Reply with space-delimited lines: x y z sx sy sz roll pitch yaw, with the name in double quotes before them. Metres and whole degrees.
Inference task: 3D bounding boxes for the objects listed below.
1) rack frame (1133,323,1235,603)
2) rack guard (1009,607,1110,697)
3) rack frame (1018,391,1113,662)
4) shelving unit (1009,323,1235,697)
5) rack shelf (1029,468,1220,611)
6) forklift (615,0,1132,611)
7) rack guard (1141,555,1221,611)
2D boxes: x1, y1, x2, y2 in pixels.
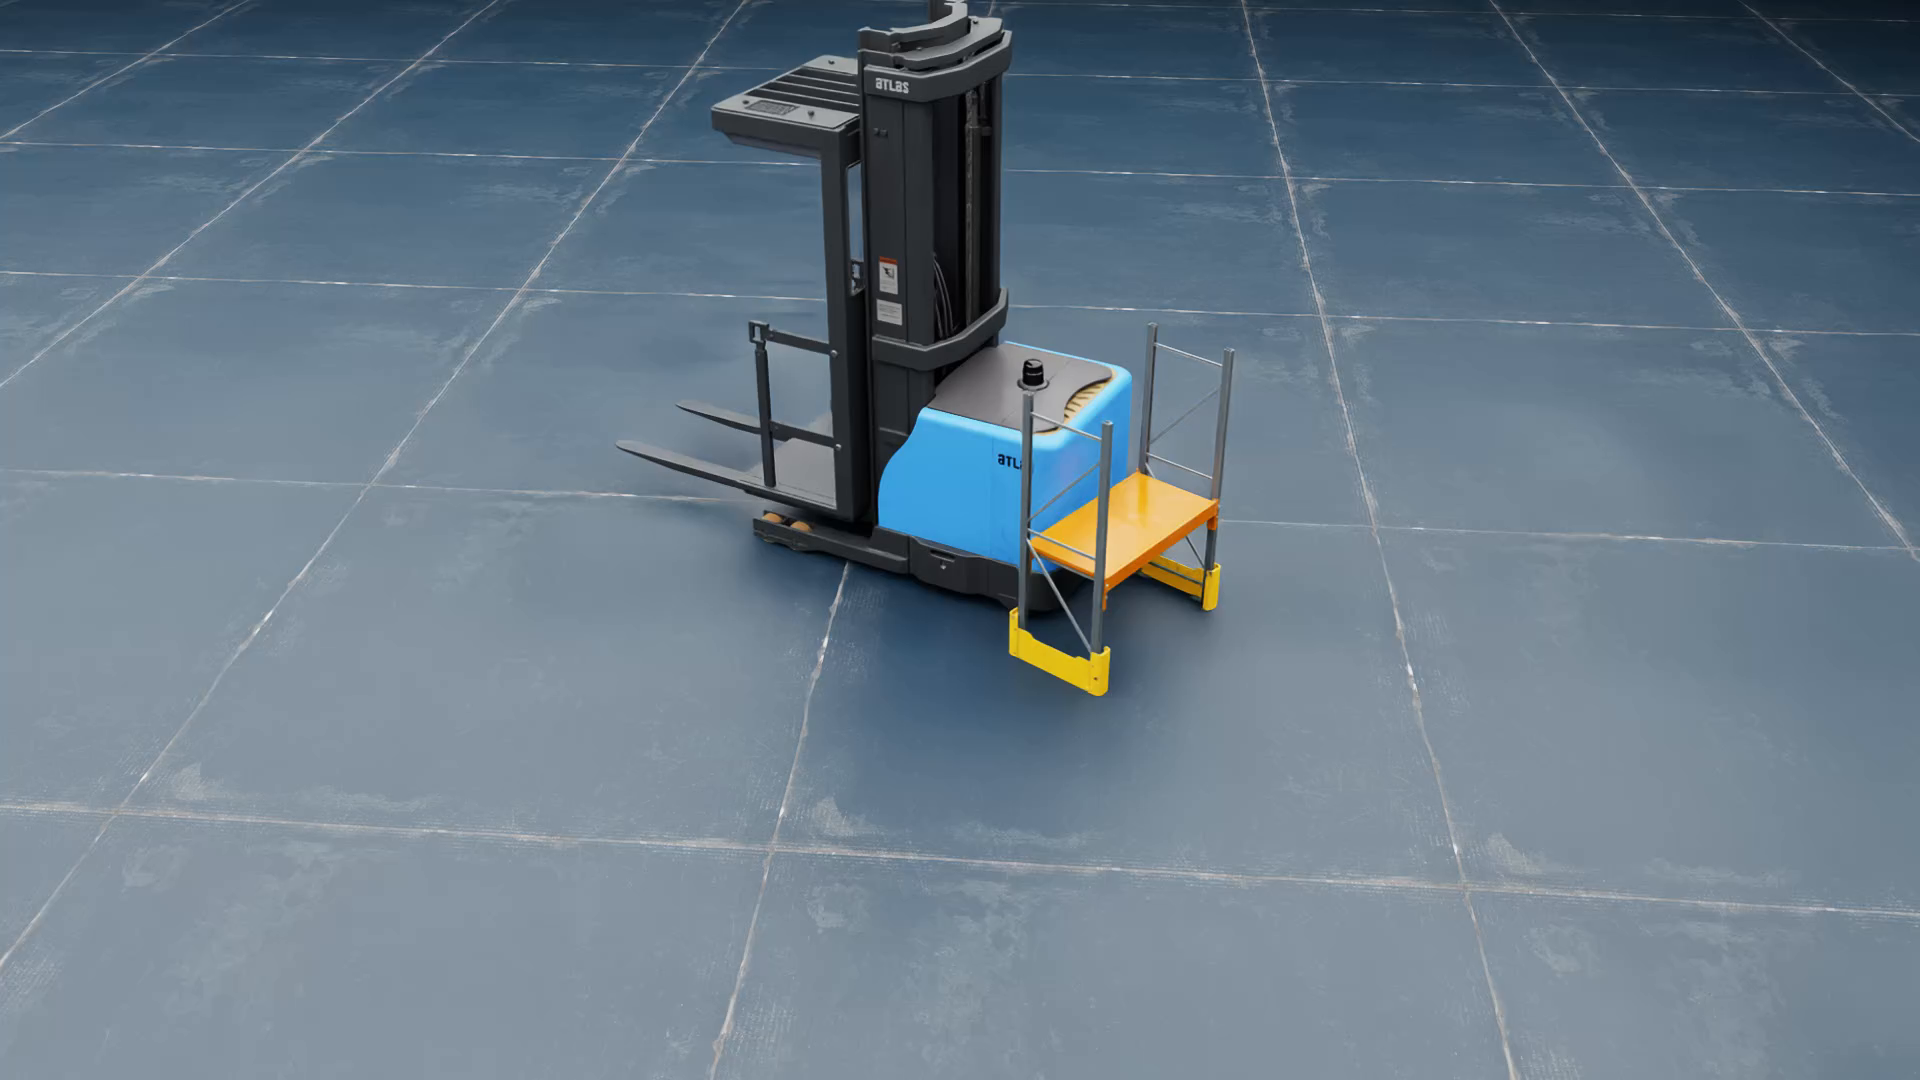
"rack frame" 1.154 -0.378 8.714 0.500 1.500 0.032 24 39 33
"rack guard" 0.496 0.560 8.383 0.587 0.250 0.087 24 39 33
"rack frame" 0.495 0.029 8.054 0.500 1.500 0.032 24 39 33
"shelving unit" 0.818 -0.171 8.378 0.587 1.500 1.083 24 39 33
"rack shelf" 0.824 -0.021 8.478 0.538 0.185 1.000 24 39 33
"forklift" -0.598 -1.409 9.023 3.031 2.935 1.130 16 35 24
"rack guard" 1.141 0.162 9.029 0.587 0.250 0.087 24 39 33
